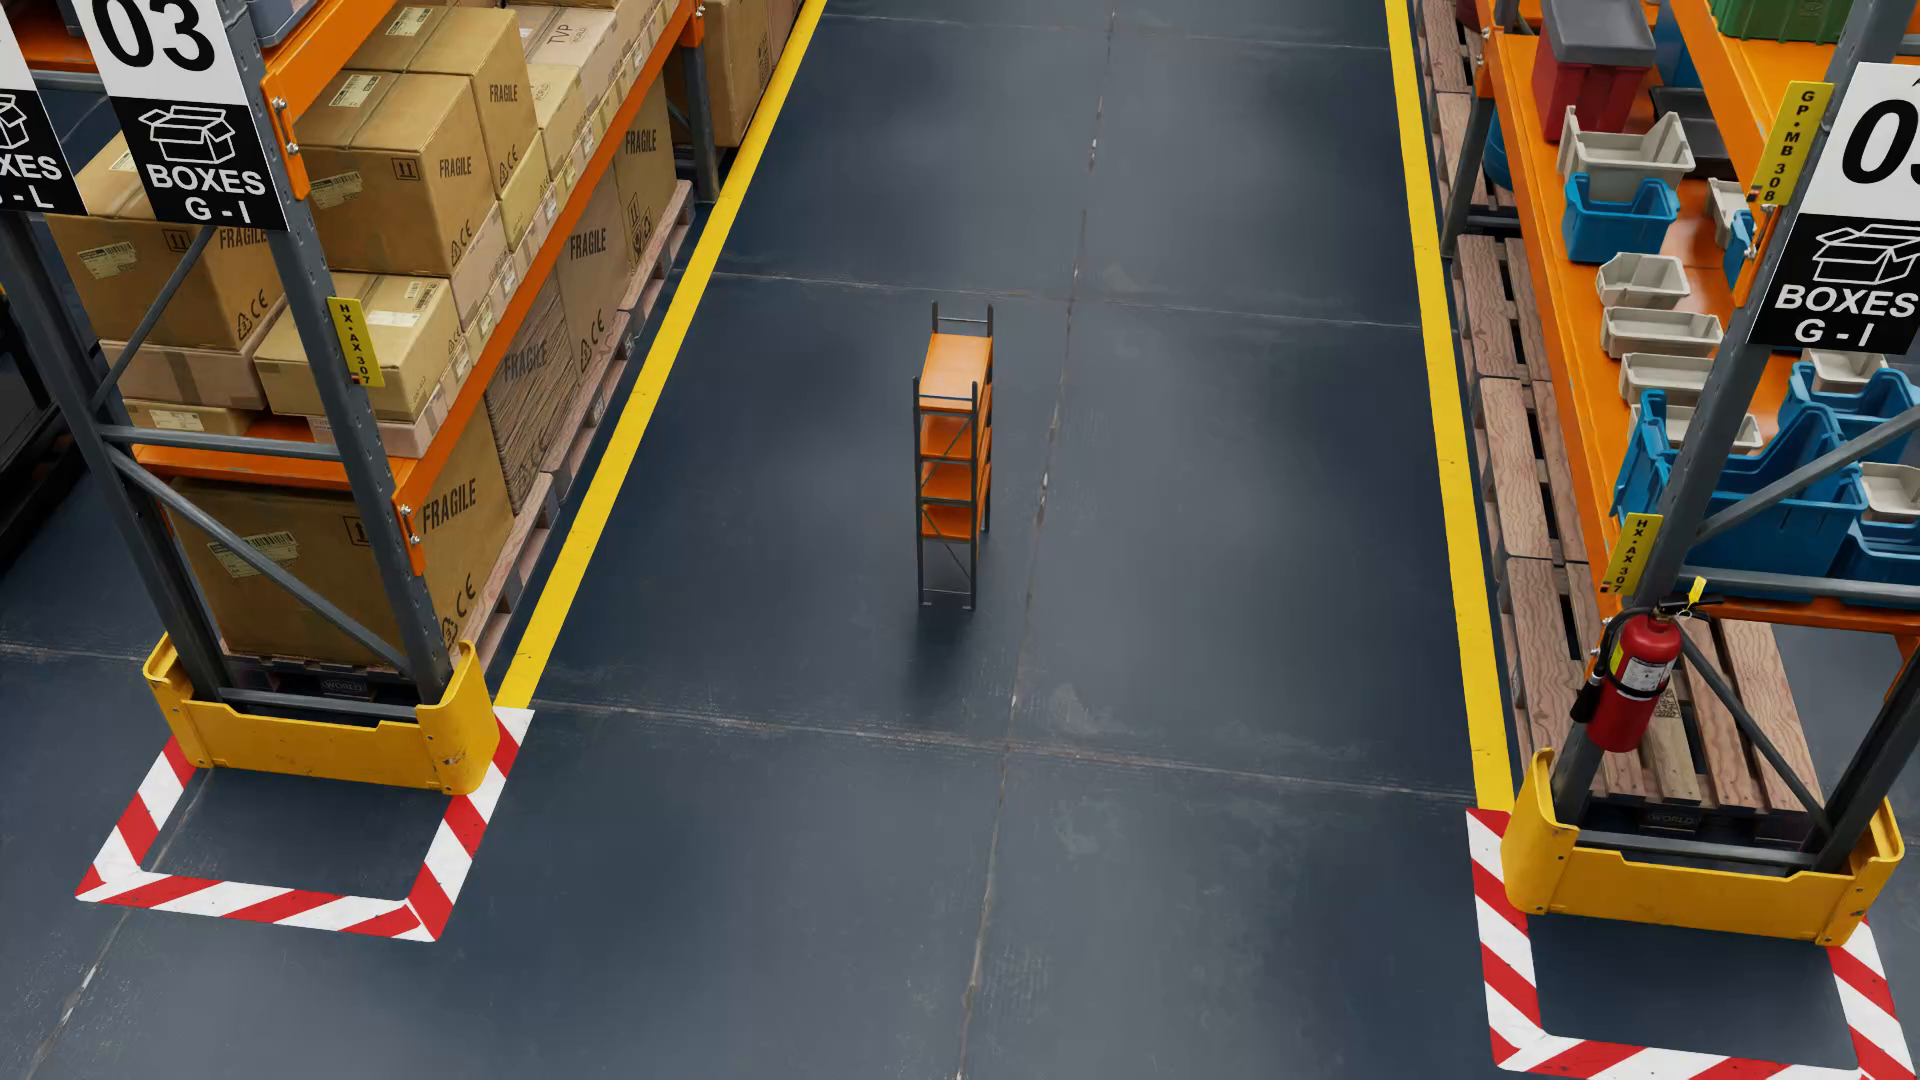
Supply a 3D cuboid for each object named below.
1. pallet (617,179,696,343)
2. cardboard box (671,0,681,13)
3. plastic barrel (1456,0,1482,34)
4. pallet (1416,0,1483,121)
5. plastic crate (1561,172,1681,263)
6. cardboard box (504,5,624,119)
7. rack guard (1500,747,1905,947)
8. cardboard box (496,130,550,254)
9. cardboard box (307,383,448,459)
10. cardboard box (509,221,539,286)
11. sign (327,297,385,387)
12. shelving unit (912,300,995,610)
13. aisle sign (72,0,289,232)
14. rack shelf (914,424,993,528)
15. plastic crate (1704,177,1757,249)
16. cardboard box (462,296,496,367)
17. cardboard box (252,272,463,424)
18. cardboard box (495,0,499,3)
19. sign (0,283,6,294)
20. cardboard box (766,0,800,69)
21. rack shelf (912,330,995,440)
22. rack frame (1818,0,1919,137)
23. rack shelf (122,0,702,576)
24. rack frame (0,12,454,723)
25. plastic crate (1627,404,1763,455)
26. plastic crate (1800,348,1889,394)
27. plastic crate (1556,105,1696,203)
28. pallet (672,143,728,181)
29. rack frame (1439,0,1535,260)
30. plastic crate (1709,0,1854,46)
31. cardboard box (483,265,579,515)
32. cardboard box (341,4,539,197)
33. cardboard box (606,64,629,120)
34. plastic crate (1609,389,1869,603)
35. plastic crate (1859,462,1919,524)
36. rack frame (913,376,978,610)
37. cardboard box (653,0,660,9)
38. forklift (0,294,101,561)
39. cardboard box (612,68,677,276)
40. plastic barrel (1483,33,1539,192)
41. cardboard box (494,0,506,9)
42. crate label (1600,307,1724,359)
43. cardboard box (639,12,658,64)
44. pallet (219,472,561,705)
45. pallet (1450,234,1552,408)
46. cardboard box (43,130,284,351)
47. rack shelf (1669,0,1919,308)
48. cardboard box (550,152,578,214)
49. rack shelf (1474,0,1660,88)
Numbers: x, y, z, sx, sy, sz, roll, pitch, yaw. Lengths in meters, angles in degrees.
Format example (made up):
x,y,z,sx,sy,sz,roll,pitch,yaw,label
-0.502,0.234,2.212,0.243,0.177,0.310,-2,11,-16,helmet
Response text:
x,y,z,sx,sy,sz,roll,pitch,yaw,label
-2.025,-1.510,8.713,1.003,0.211,1.213,5,44,6,pallet
-1.563,-2.705,8.130,0.380,0.149,0.250,5,44,6,cardboard box
3.394,-3.482,10.216,0.600,0.588,0.708,5,44,6,plastic barrel
3.365,-2.927,10.210,1.003,0.211,1.213,5,44,6,pallet
2.551,-1.241,6.480,0.416,0.233,0.300,5,44,6,plastic crate
-1.779,-2.062,7.161,0.500,0.250,0.500,6,44,6,cardboard box
2.543,1.068,5.781,1.175,0.500,0.348,5,44,6,rack guard
-1.913,-1.361,6.420,0.500,0.250,0.500,4,44,4,cardboard box
-2.002,-0.428,5.726,0.380,0.149,0.250,6,44,6,cardboard box
-1.868,-1.129,6.465,0.380,0.149,0.250,4,44,5,cardboard box
-1.827,-0.596,5.033,0.100,0.325,0.005,5,44,6,sign
-0.022,-0.323,6.741,0.258,1.200,0.503,5,44,6,shelving unit
-2.088,-1.175,4.441,0.394,0.787,0.004,5,44,6,aisle sign
-0.022,-0.274,6.787,0.258,0.148,0.480,5,44,6,rack shelf
3.130,-1.295,6.607,0.293,0.136,0.466,5,44,6,plastic crate
-1.936,-0.778,6.095,0.380,0.149,0.250,4,44,5,cardboard box
-2.045,-0.664,5.684,0.500,0.250,0.500,4,44,4,cardboard box
-2.237,-2.721,7.312,0.500,0.500,0.500,5,44,6,cardboard box
-2.912,-0.873,4.998,0.100,0.325,0.005,5,44,6,sign
-1.665,-3.462,9.986,1.225,0.875,0.875,4,44,4,cardboard box
-0.022,-0.608,6.470,0.258,0.148,0.480,5,44,6,rack shelf
2.534,-2.036,2.877,1.000,3.000,0.127,5,44,6,rack frame
-2.112,-1.409,7.102,1.077,0.370,4.000,5,44,6,rack shelf
-2.376,-0.308,5.415,1.000,3.000,0.127,5,44,6,rack frame
2.462,-0.356,5.614,0.396,0.136,0.243,5,44,6,plastic crate
3.107,-0.595,5.867,0.250,0.136,0.298,5,44,6,plastic crate
2.678,-1.538,6.758,0.437,0.282,0.530,5,44,6,plastic crate
-1.820,-2.554,9.816,1.003,0.211,1.213,5,44,6,pallet
3.062,-2.583,7.819,1.000,3.000,0.127,5,44,6,rack frame
2.381,-1.568,4.719,0.450,0.188,0.336,5,44,6,plastic crate
-2.250,-0.752,7.125,0.875,0.875,0.875,5,44,6,cardboard box
-1.916,-1.630,6.160,0.500,0.500,0.500,4,44,4,cardboard box
-1.698,-2.003,7.389,0.380,0.149,0.250,6,44,6,cardboard box
2.393,-0.137,5.166,0.616,0.435,0.499,5,44,6,plastic crate
3.017,-0.133,5.379,0.250,0.136,0.298,5,44,6,plastic crate
-0.054,-0.157,6.565,0.240,1.200,0.015,5,44,6,rack frame
-1.645,-2.762,7.901,0.500,0.250,0.500,4,44,5,cardboard box
-4.580,-1.258,6.469,1.130,2.935,3.031,5,44,5,forklift
-2.014,-1.972,8.413,0.875,0.875,0.875,5,44,6,cardboard box
3.151,-2.343,8.786,0.600,0.901,0.708,5,44,6,plastic barrel
-2.240,-2.452,7.573,0.500,0.250,0.500,5,44,5,cardboard box
2.527,-0.744,6.024,0.396,0.136,0.243,5,44,6,crate label
-1.631,-2.354,7.760,0.380,0.149,0.250,5,44,5,cardboard box
-2.348,0.153,6.957,1.003,0.211,1.213,5,44,6,pallet
3.004,-1.066,8.245,1.003,0.211,1.213,5,44,6,pallet
-2.572,-0.989,5.483,0.500,0.500,0.500,6,44,6,cardboard box
2.798,-2.048,5.595,1.077,0.370,4.000,5,44,6,rack shelf
-1.800,-1.477,6.833,0.380,0.149,0.250,4,44,4,cardboard box
3.327,-3.685,9.506,1.077,0.370,4.000,5,44,6,rack shelf
